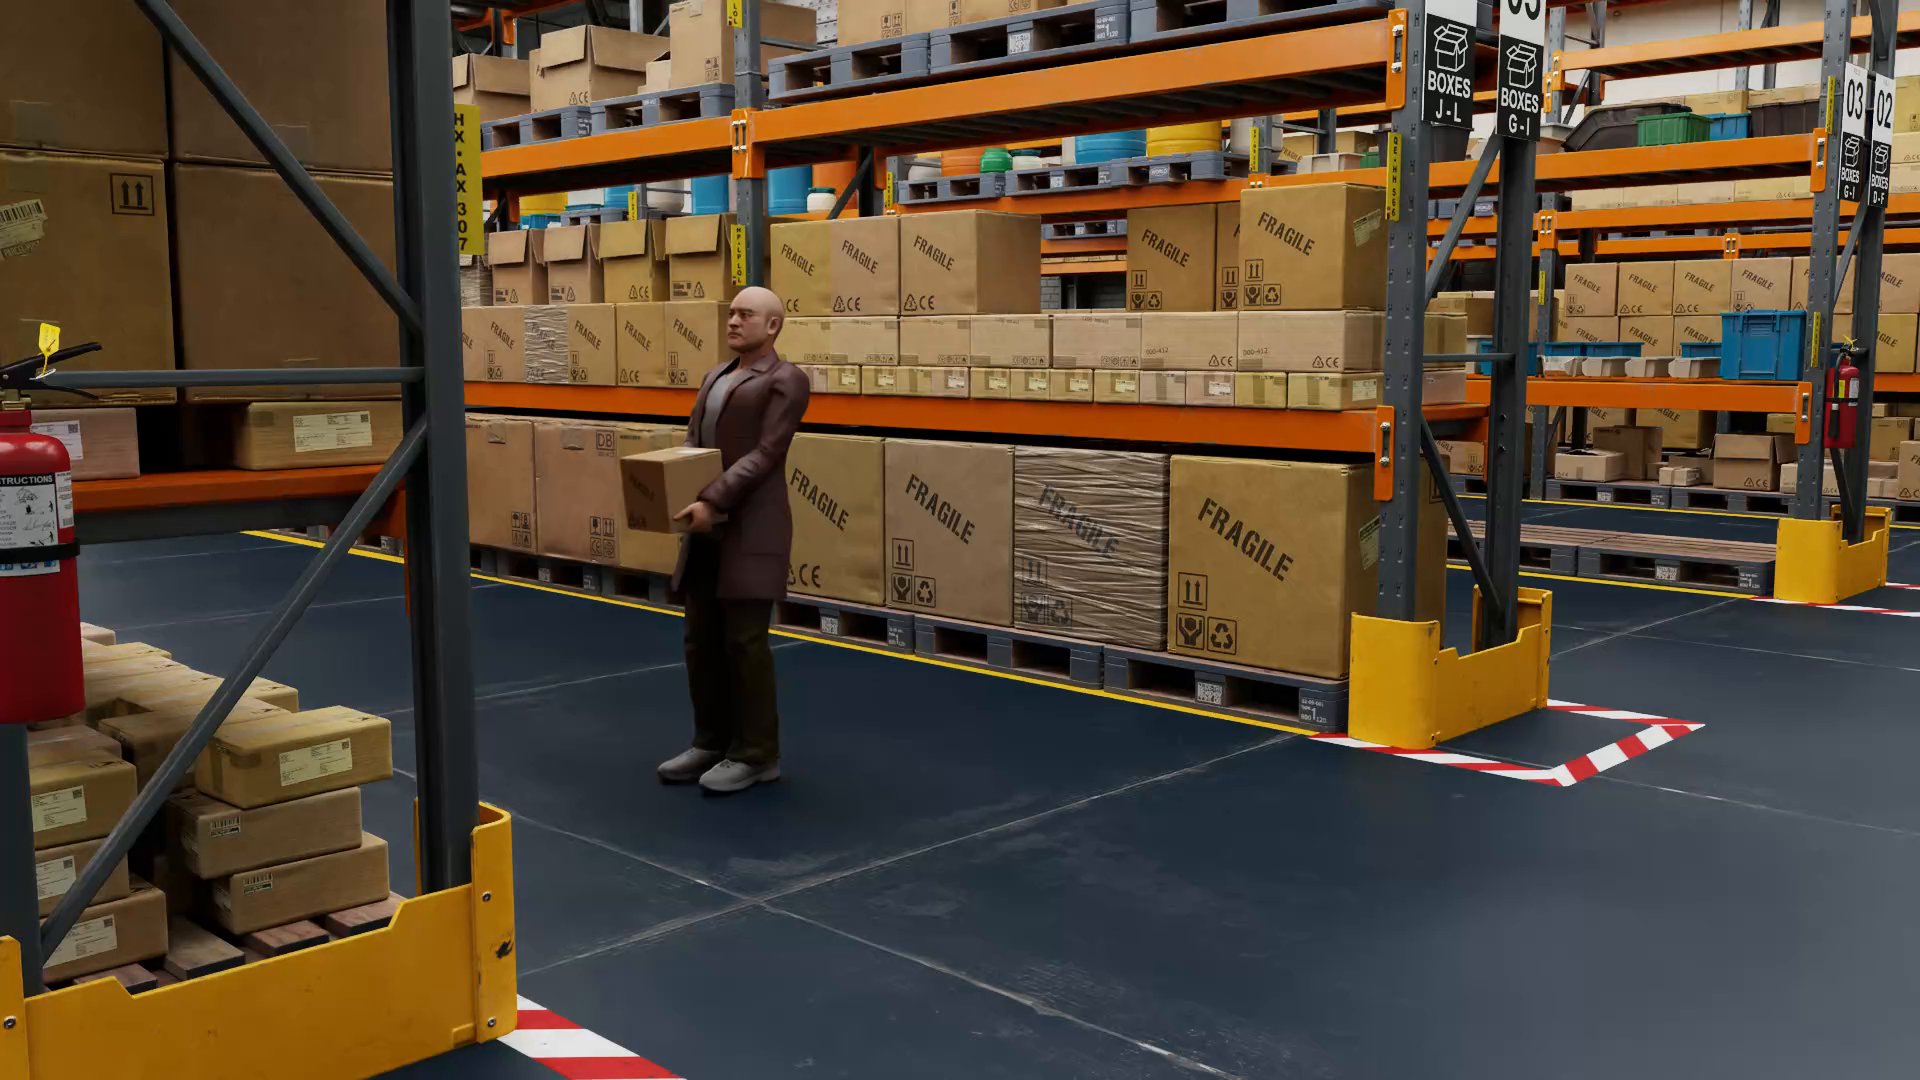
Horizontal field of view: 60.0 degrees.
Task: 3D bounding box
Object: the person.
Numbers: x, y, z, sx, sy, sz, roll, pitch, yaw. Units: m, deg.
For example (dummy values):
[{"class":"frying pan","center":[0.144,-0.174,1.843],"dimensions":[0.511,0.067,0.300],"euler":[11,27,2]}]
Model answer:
[{"class":"person","center":[-0.855,-0.007,5.892],"dimensions":[0.527,1.769,0.563],"euler":[7,10,44]}]
